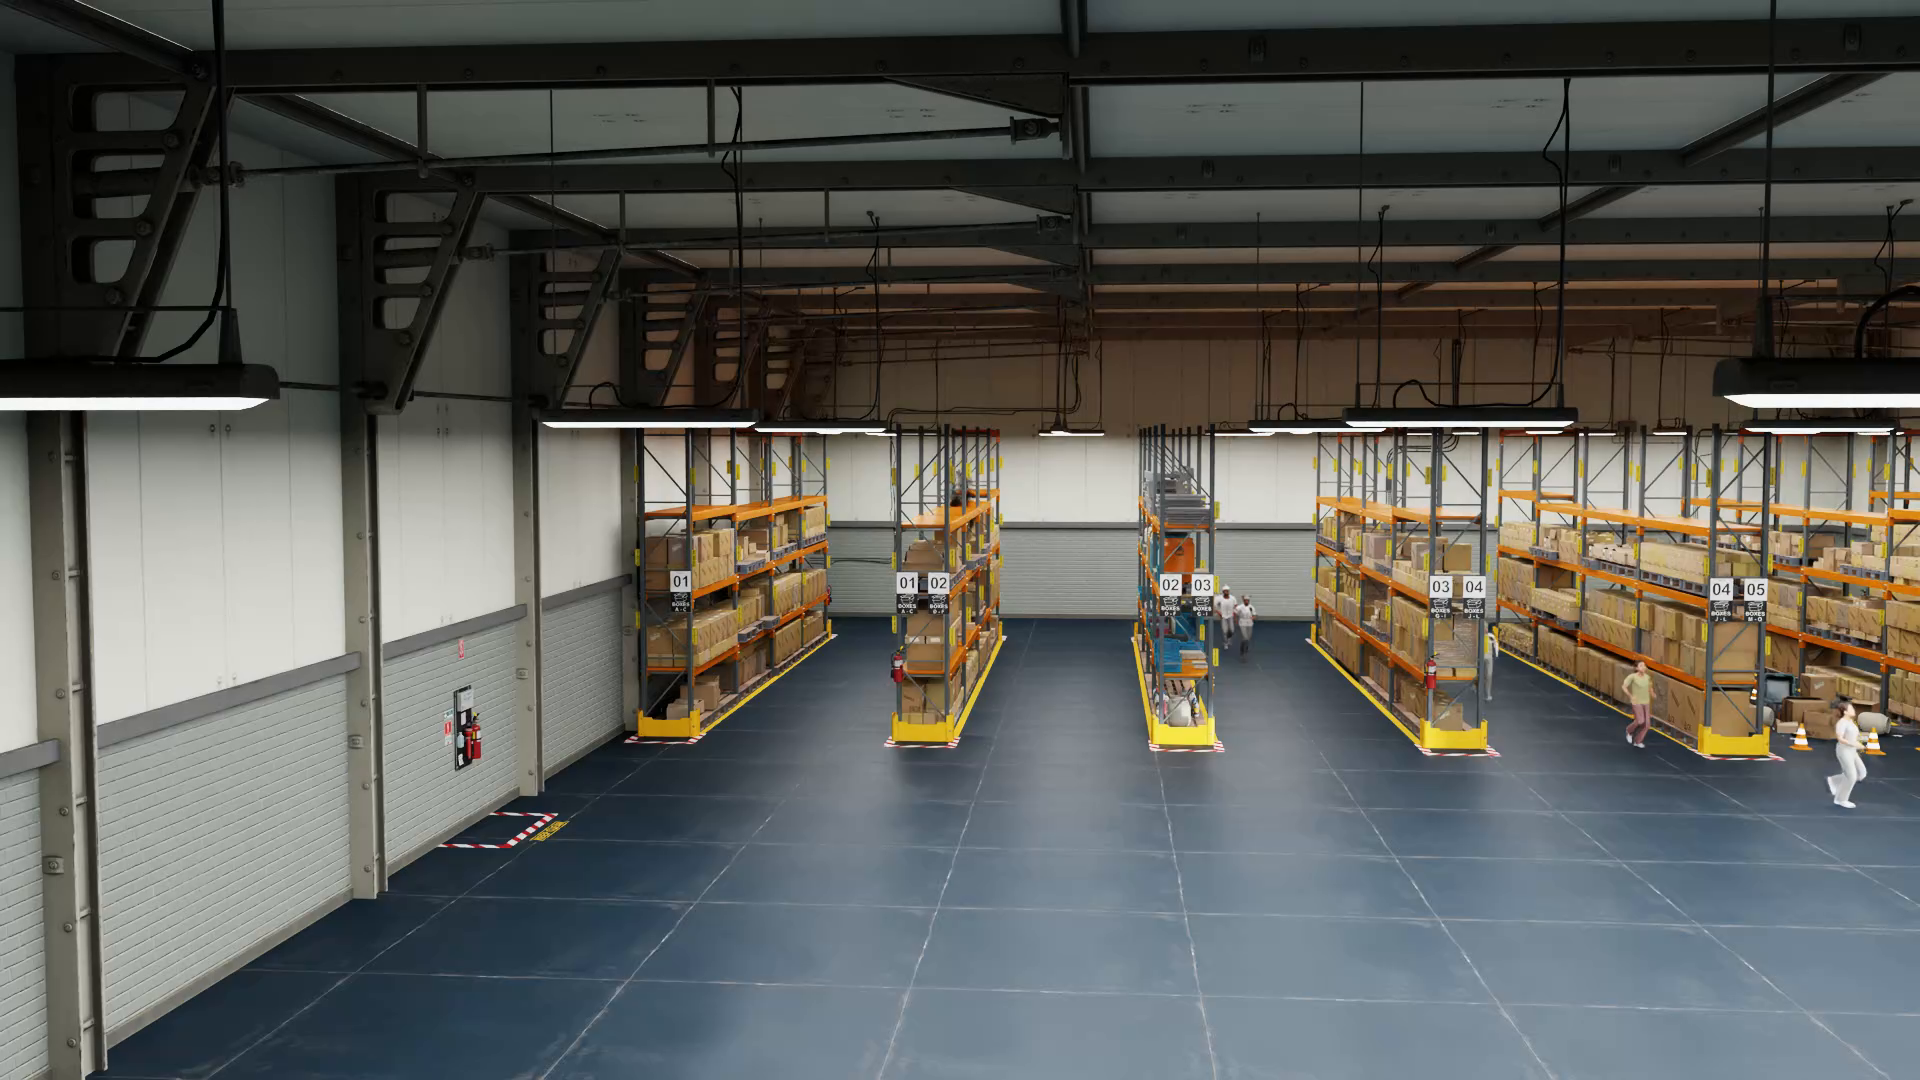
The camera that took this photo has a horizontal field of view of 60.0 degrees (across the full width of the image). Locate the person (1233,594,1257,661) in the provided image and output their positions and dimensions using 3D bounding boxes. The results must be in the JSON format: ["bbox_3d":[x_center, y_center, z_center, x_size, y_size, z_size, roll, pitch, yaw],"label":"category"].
[{"bbox_3d":[7.401,2.264,43.063,0.542,1.731,0.702,-1,4,-11],"label":"person"}]

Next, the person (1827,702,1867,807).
[{"bbox_3d":[13.815,3.331,25.903,0.578,1.635,0.601,3,5,44],"label":"person"}]

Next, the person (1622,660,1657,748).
[{"bbox_3d":[12.609,3.030,30.821,0.576,1.622,0.556,-1,4,-10],"label":"person"}]

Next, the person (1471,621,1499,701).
[{"bbox_3d":[11.589,2.620,36.783,0.621,1.685,0.880,0,3,5],"label":"person"}]

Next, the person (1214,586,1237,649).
[{"bbox_3d":[7.230,2.106,45.271,0.708,1.727,0.581,0,3,-4],"label":"person"}]
